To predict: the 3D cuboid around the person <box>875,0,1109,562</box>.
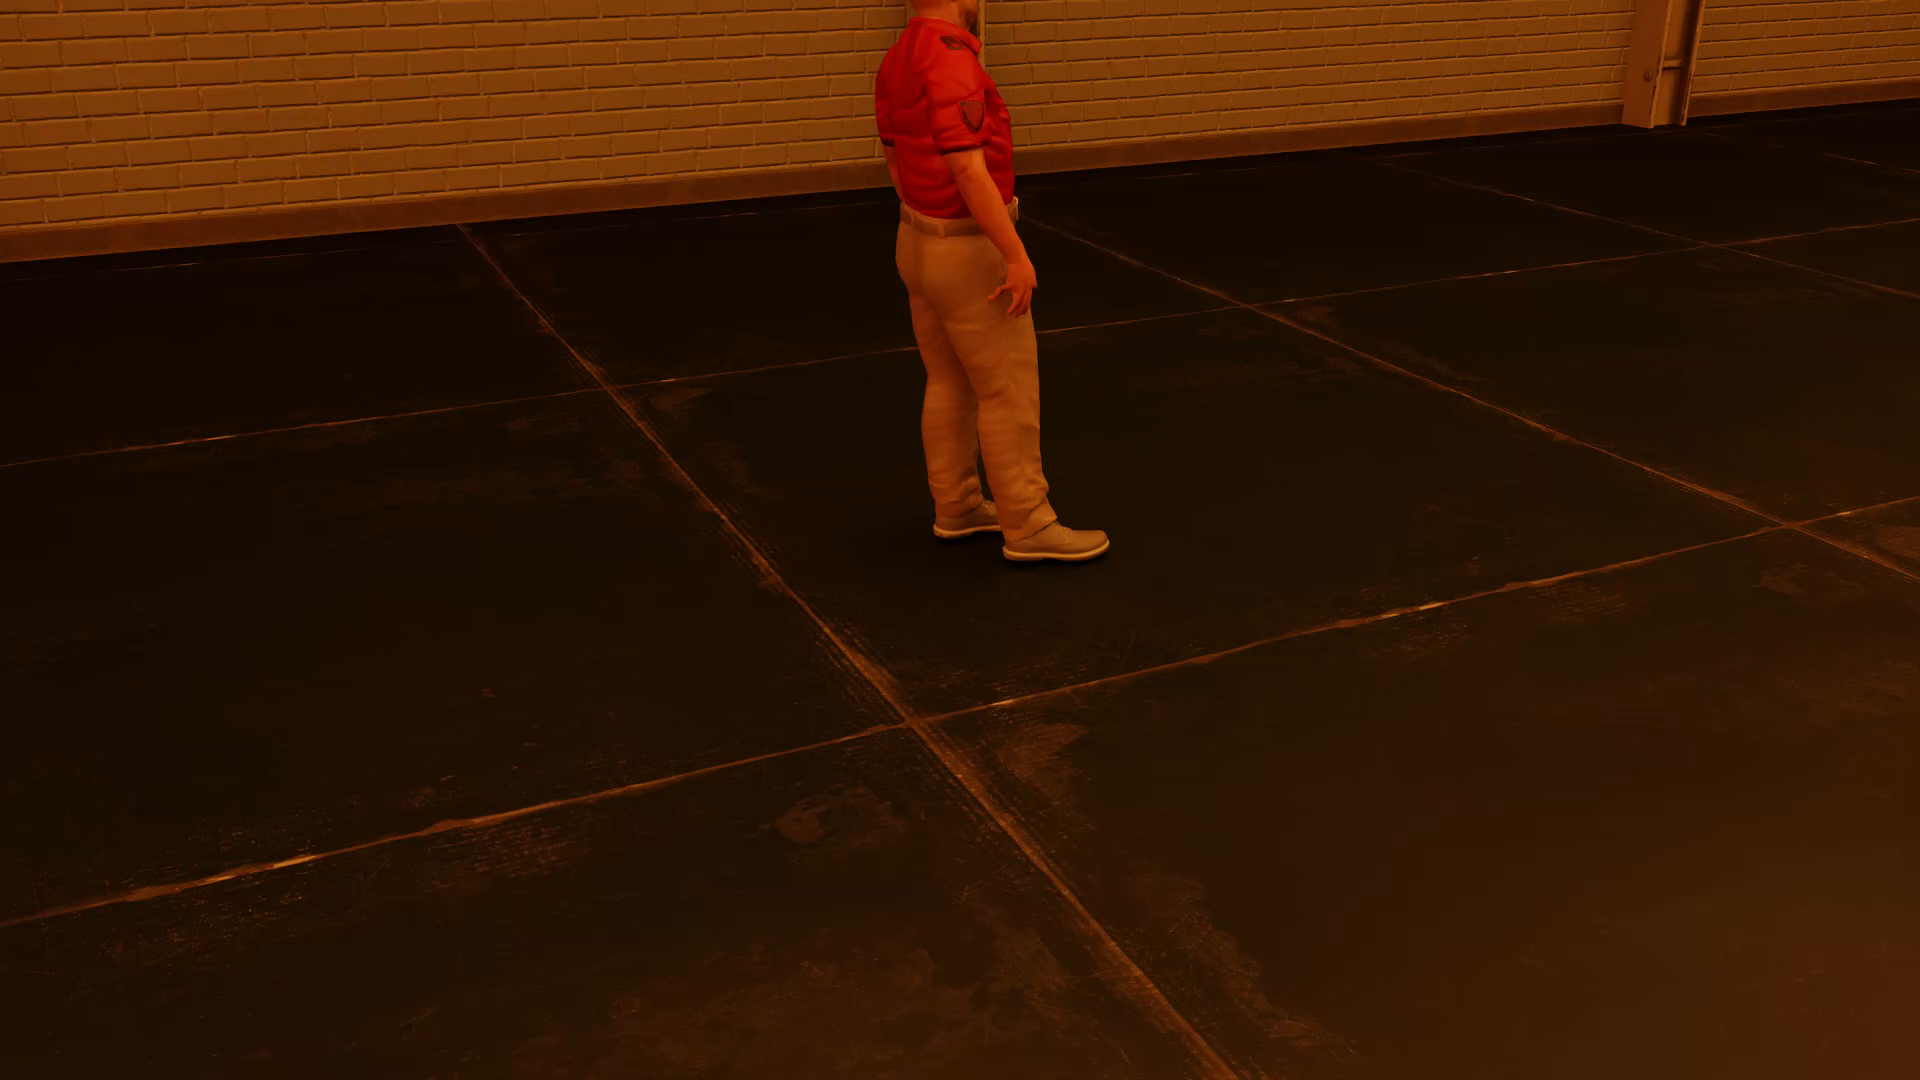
[{"bbox_3d":[0.086,-0.816,4.798,0.550,1.727,0.642,-10,25,-23],"label":"person"}]
